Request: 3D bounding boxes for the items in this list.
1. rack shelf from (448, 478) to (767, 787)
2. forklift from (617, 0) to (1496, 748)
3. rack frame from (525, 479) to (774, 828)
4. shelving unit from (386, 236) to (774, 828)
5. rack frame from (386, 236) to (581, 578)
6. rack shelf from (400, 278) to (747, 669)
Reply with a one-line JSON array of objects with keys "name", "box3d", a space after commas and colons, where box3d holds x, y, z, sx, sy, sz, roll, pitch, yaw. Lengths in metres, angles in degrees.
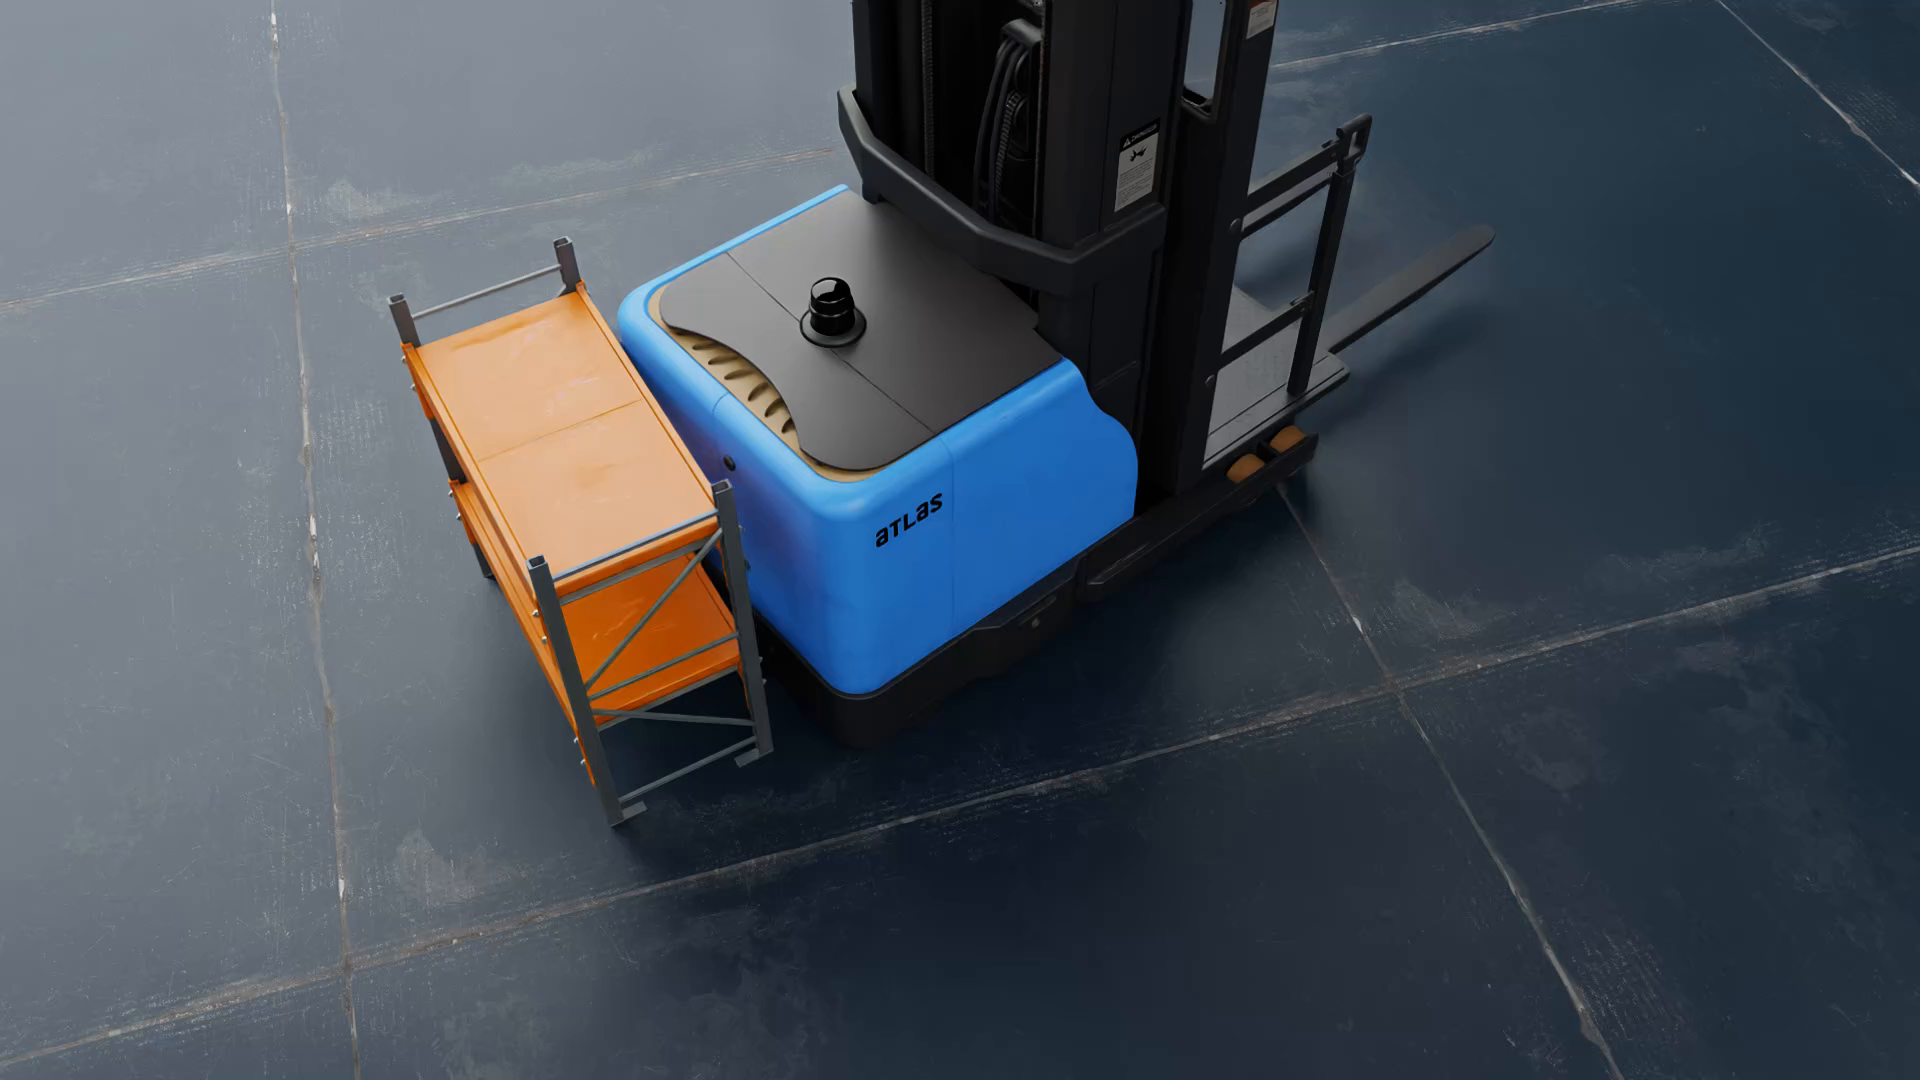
[{"name": "rack shelf", "box3d": [-1.009, 0.145, 4.712, 0.538, 0.278, 1.000, -24, 54, -19]}, {"name": "forklift", "box3d": [0.526, -1.335, 4.458, 3.031, 2.935, 1.130, -33, 57, -25]}, {"name": "rack frame", "box3d": [-0.755, 0.324, 4.241, 0.500, 1.125, 0.032, -24, 54, -19]}, {"name": "shelving unit", "box3d": [-1.009, -0.013, 4.525, 0.538, 1.125, 1.048, -24, 54, -19]}, {"name": "rack frame", "box3d": [-1.263, -0.349, 4.809, 0.500, 1.125, 0.032, -24, 54, -19]}, {"name": "rack shelf", "box3d": [-1.009, -0.201, 4.301, 0.538, 0.278, 1.000, -24, 54, -19]}]
